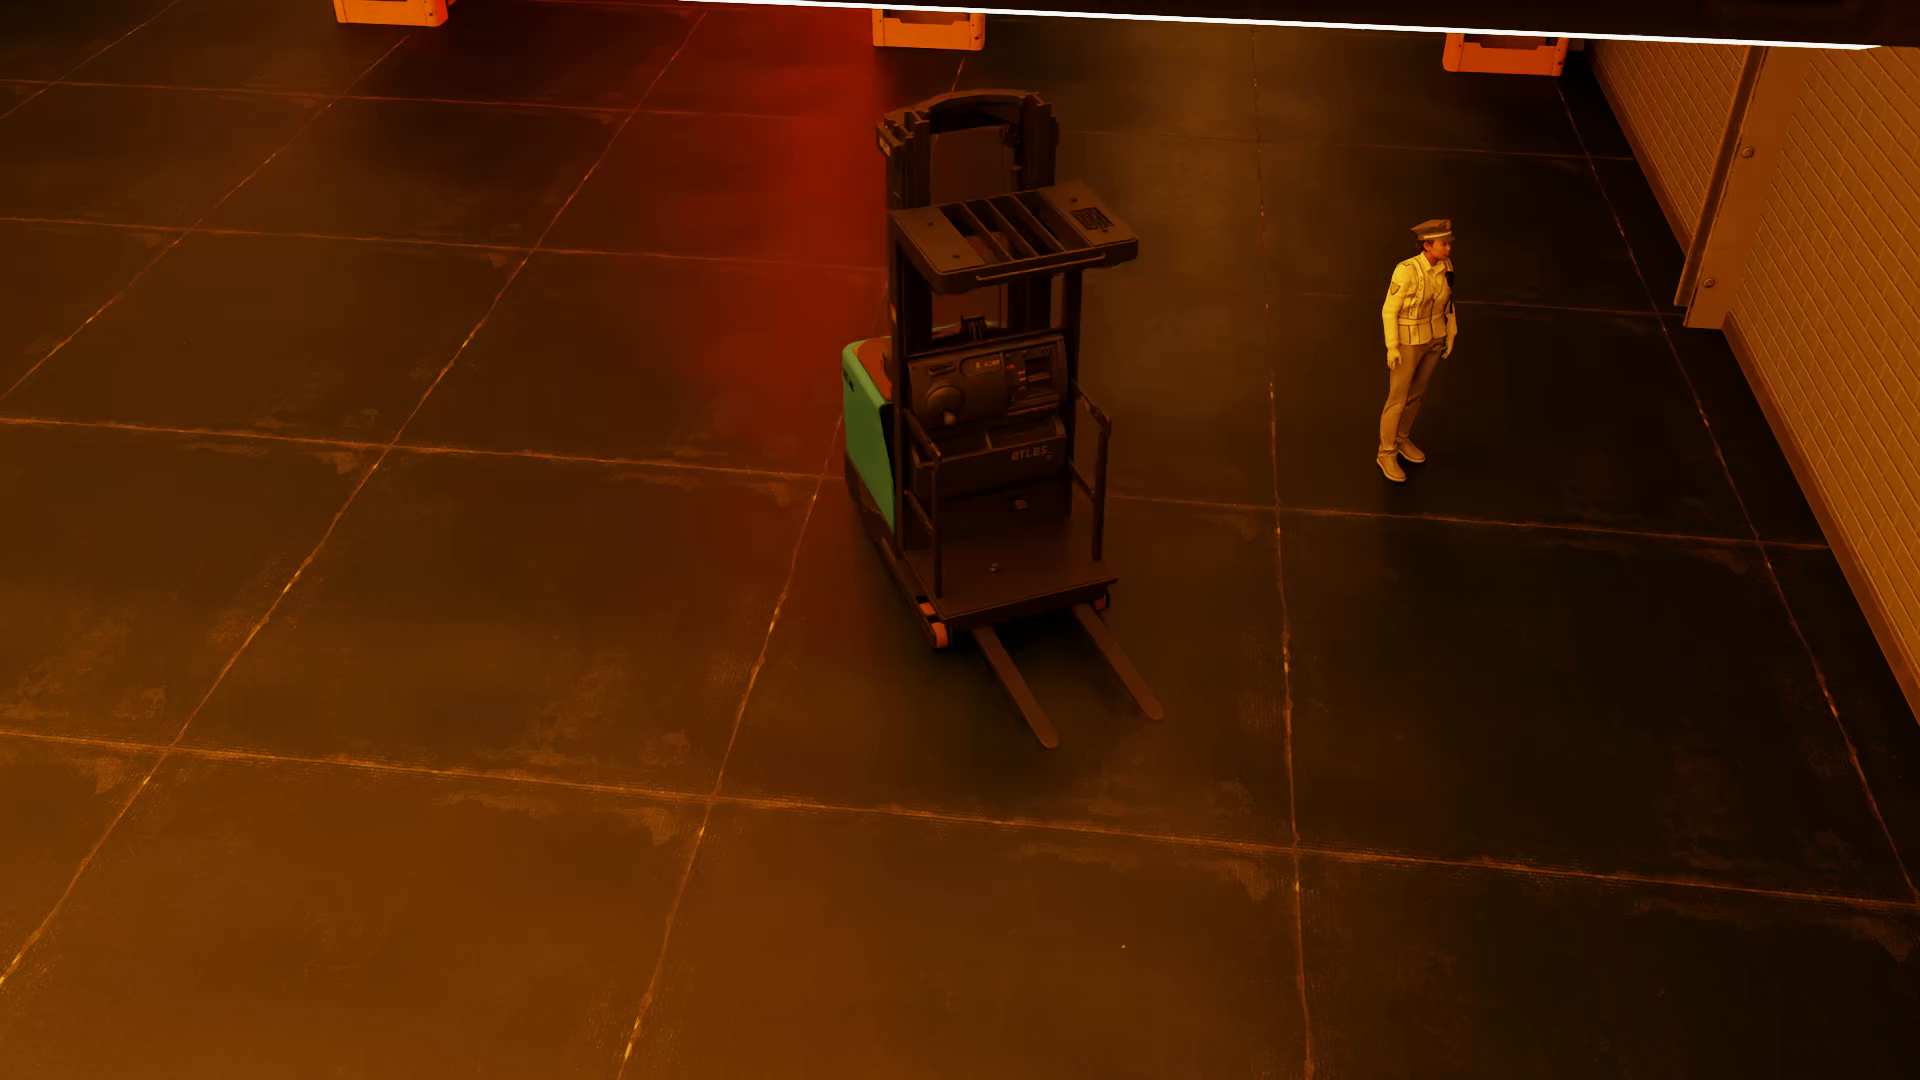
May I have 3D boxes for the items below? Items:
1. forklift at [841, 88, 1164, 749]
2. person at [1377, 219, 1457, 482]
[{"bbox_3d":[0.240,-0.824,9.147,1.130,2.935,3.031,-13,38,-17],"label":"forklift"},{"bbox_3d":[3.008,-1.261,10.771,0.584,1.694,0.533,-18,40,-23],"label":"person"}]
